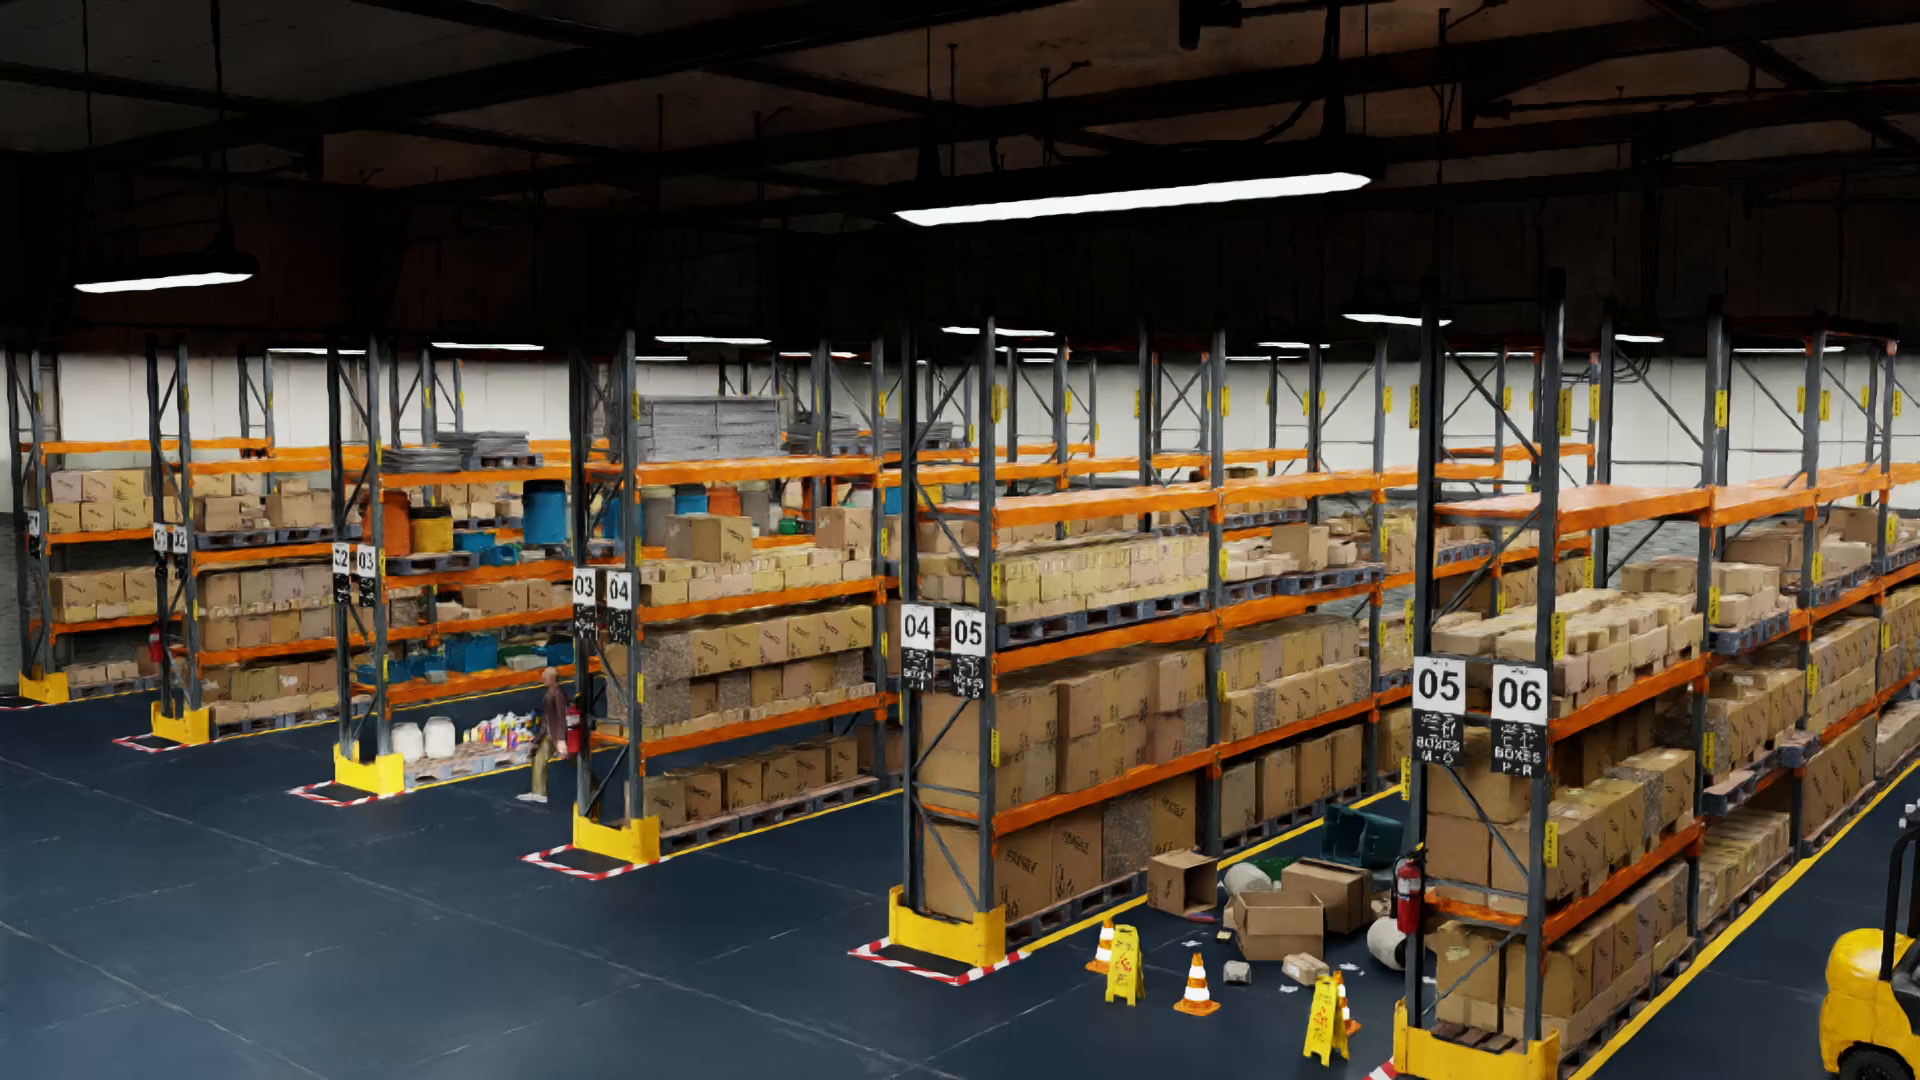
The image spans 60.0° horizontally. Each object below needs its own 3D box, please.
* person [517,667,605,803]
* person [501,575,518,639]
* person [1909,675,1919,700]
[{"bbox_3d":[-4.993,2.438,20.823,1.045,1.722,0.634,-3,6,-31],"label":"person"},{"bbox_3d":[-8.993,1.353,33.342,0.423,1.599,0.493,2,5,16],"label":"person"},{"bbox_3d":[15.455,1.950,26.606,0.568,1.661,0.507,0,5,-4],"label":"person"}]
